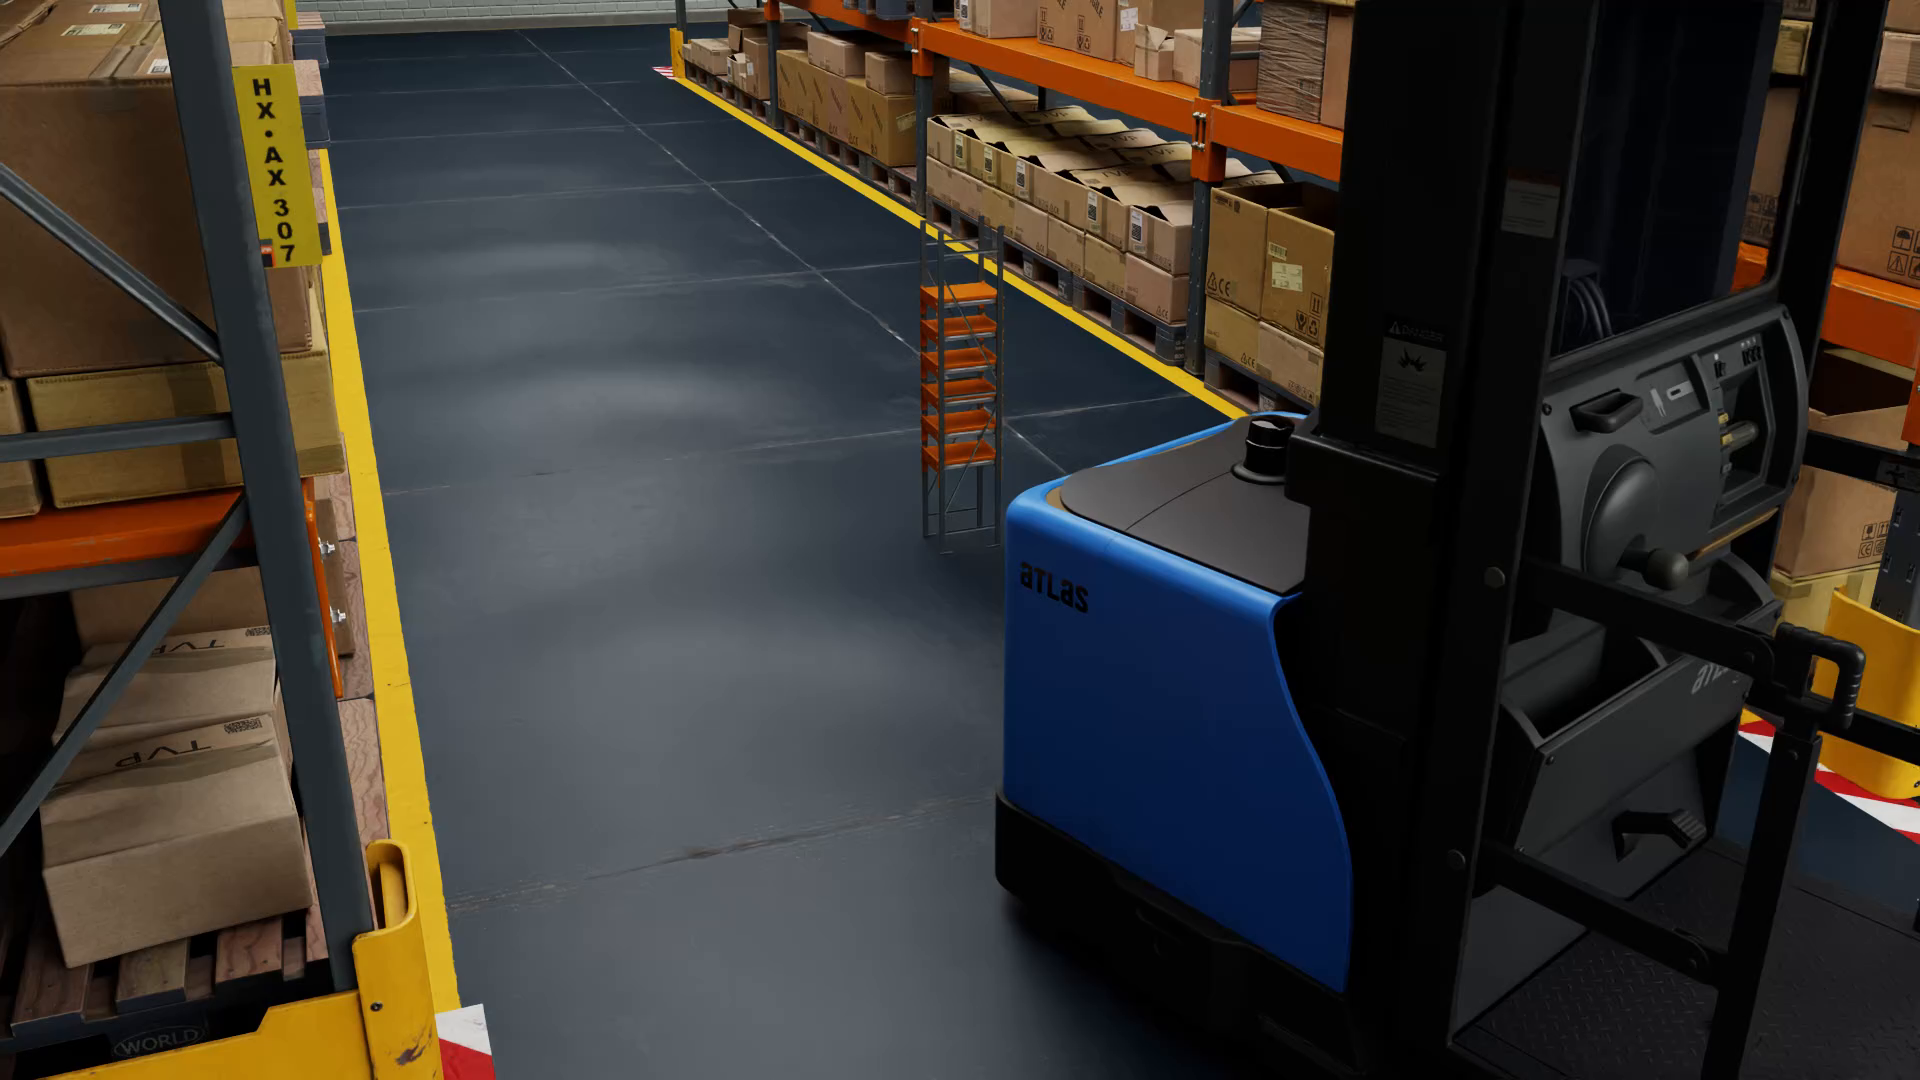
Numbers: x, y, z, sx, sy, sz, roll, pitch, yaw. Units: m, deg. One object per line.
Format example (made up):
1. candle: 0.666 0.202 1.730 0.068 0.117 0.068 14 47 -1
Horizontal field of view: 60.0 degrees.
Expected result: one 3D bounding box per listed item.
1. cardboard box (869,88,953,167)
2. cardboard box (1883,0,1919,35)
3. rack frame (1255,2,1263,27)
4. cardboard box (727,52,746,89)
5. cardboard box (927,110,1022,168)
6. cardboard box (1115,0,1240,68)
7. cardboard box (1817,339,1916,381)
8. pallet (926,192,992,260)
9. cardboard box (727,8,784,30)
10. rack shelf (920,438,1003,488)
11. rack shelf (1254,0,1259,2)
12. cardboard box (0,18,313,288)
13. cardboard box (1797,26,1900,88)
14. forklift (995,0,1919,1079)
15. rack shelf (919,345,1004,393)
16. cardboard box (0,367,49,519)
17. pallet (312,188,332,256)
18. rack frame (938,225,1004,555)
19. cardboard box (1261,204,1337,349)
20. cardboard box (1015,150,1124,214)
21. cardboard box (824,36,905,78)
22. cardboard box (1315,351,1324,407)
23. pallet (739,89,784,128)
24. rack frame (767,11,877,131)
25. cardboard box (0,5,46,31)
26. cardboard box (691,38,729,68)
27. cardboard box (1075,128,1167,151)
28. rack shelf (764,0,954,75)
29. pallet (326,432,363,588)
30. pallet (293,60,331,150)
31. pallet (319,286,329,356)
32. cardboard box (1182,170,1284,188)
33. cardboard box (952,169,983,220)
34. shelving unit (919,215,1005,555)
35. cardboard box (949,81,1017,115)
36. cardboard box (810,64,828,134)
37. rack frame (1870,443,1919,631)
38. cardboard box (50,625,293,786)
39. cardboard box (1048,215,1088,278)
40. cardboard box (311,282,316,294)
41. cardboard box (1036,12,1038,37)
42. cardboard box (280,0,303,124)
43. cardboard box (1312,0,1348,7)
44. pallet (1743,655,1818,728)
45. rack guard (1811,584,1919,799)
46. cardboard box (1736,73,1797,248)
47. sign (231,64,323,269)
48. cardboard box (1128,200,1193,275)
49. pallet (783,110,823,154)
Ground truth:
1. cardboard box: -0.366 -3.080 12.347 0.500 0.500 0.500 -7 24 -17
2. cardboard box: 2.838 -1.649 4.501 0.700 0.500 0.500 -8 24 -19
3. rack frame: 3.406 -5.853 16.274 1.000 3.000 0.127 -8 24 -19
4. cardboard box: -1.961 -4.579 16.147 0.500 0.311 0.500 -8 24 -19
5. cardboard box: 0.094 -2.676 11.013 0.500 0.311 0.500 -7 24 -17
6. cardboard box: 1.155 -2.787 8.871 0.500 0.500 0.500 -7 24 -15
7. cardboard box: 2.850 -0.493 5.592 0.500 0.500 0.500 -8 24 -19
8. pallet: 0.438 -2.132 11.036 1.003 0.211 1.213 -8 24 -19
9. cardboard box: -2.220 -5.515 18.125 0.500 0.500 0.500 -8 24 -19
10. rack shelf: 0.005 -0.286 6.115 0.258 0.103 0.180 -8 24 -19
11. rack shelf: 2.699 -6.248 18.138 1.077 0.370 4.000 -8 24 -19
12. cardboard box: -1.676 -0.815 3.523 0.500 0.500 0.500 -8 24 -19
13. cardboard box: 2.603 -1.367 4.667 0.380 0.149 0.250 -8 24 -18
14. forklift: 1.442 -0.161 2.857 1.130 2.935 3.031 -19 29 -38
15. rack shelf: 0.005 -0.617 5.975 0.258 0.103 0.180 -8 24 -19
16. cardboard box: -1.970 -0.217 3.070 0.500 0.250 0.500 -8 24 -18
17. pallet: -4.657 -2.052 10.847 1.003 0.211 1.213 -8 24 -19
18. rack frame: 0.037 -0.514 5.926 0.240 1.200 0.006 -8 24 -19
19. cardboard box: 1.652 -1.148 7.145 0.500 0.500 0.500 -8 24 -19
20. cardboard box: 0.648 -2.113 9.680 0.500 0.311 0.500 -9 24 -20
21. cardboard box: -0.755 -3.816 13.129 0.500 0.250 0.500 -9 24 -20
22. cardboard box: 1.821 -0.619 6.857 0.500 0.250 0.500 -8 24 -19
23. pallet: -1.471 -4.139 15.799 1.003 0.211 1.213 -8 24 -19
24. rack frame: -1.229 -5.175 14.665 1.000 3.000 0.127 -8 24 -19
25. cardboard box: -2.344 -0.933 3.803 0.500 0.500 0.500 -9 24 -20
26. cardboard box: -2.539 -5.146 17.570 0.500 0.250 0.500 -8 24 -19
27. cardboard box: 0.965 -2.378 10.307 0.500 0.311 0.500 -9 24 -19
28. rack shelf: -0.523 -4.116 13.081 1.077 0.370 4.000 -8 24 -19
29. pallet: -2.766 -0.063 6.127 1.003 0.211 1.213 -8 24 -19
30. pallet: -3.170 -1.796 6.896 1.003 0.211 1.213 -8 24 -19
31. pallet: -3.747 -1.029 8.418 1.003 0.211 1.213 -8 24 -19
32. cardboard box: 1.512 -1.820 8.983 0.500 0.311 0.500 -9 24 -20
33. cardboard box: 0.272 -2.235 10.689 0.500 0.250 0.500 -9 24 -20
34. shelving unit: 0.005 -0.548 6.005 0.258 1.200 0.189 -8 24 -19
35. cardboard box: 0.100 -3.166 12.552 0.500 0.500 0.500 -9 25 -21
36. cardboard box: -0.918 -3.641 13.679 0.500 0.500 0.500 -8 24 -18
37. rack frame: 3.010 -0.814 4.320 1.000 3.000 0.127 -8 24 -19
38. cardboard box: -1.985 0.432 4.258 0.500 0.311 0.500 -6 24 -15
39. cardboard box: 0.821 -1.675 9.362 0.500 0.250 0.500 -8 24 -18
40. cardboard box: -1.695 -0.481 3.697 0.500 0.250 0.500 -9 25 -21
41. cardboard box: 0.687 -3.150 10.185 0.380 0.149 0.250 -7 24 -15
42. cardboard box: -2.398 -1.563 5.297 0.500 0.500 0.500 -8 24 -19
43. cardboard box: 1.692 -2.304 6.890 0.380 0.149 0.250 -9 24 -20
44. pallet: 2.701 0.198 5.507 1.003 0.211 1.213 -8 24 -19
45. rack guard: 3.018 0.346 4.785 1.175 0.500 0.348 -8 24 -19
46. cardboard box: 2.667 -1.222 5.159 0.700 0.500 0.500 -8 24 -18
47. sign: -1.116 -0.607 2.713 0.100 0.325 0.005 -8 24 -19
48. cardboard box: 1.186 -1.561 8.368 0.500 0.311 0.500 -8 24 -19
49. pallet: -0.907 -3.599 14.518 1.003 0.211 1.213 -8 24 -19
